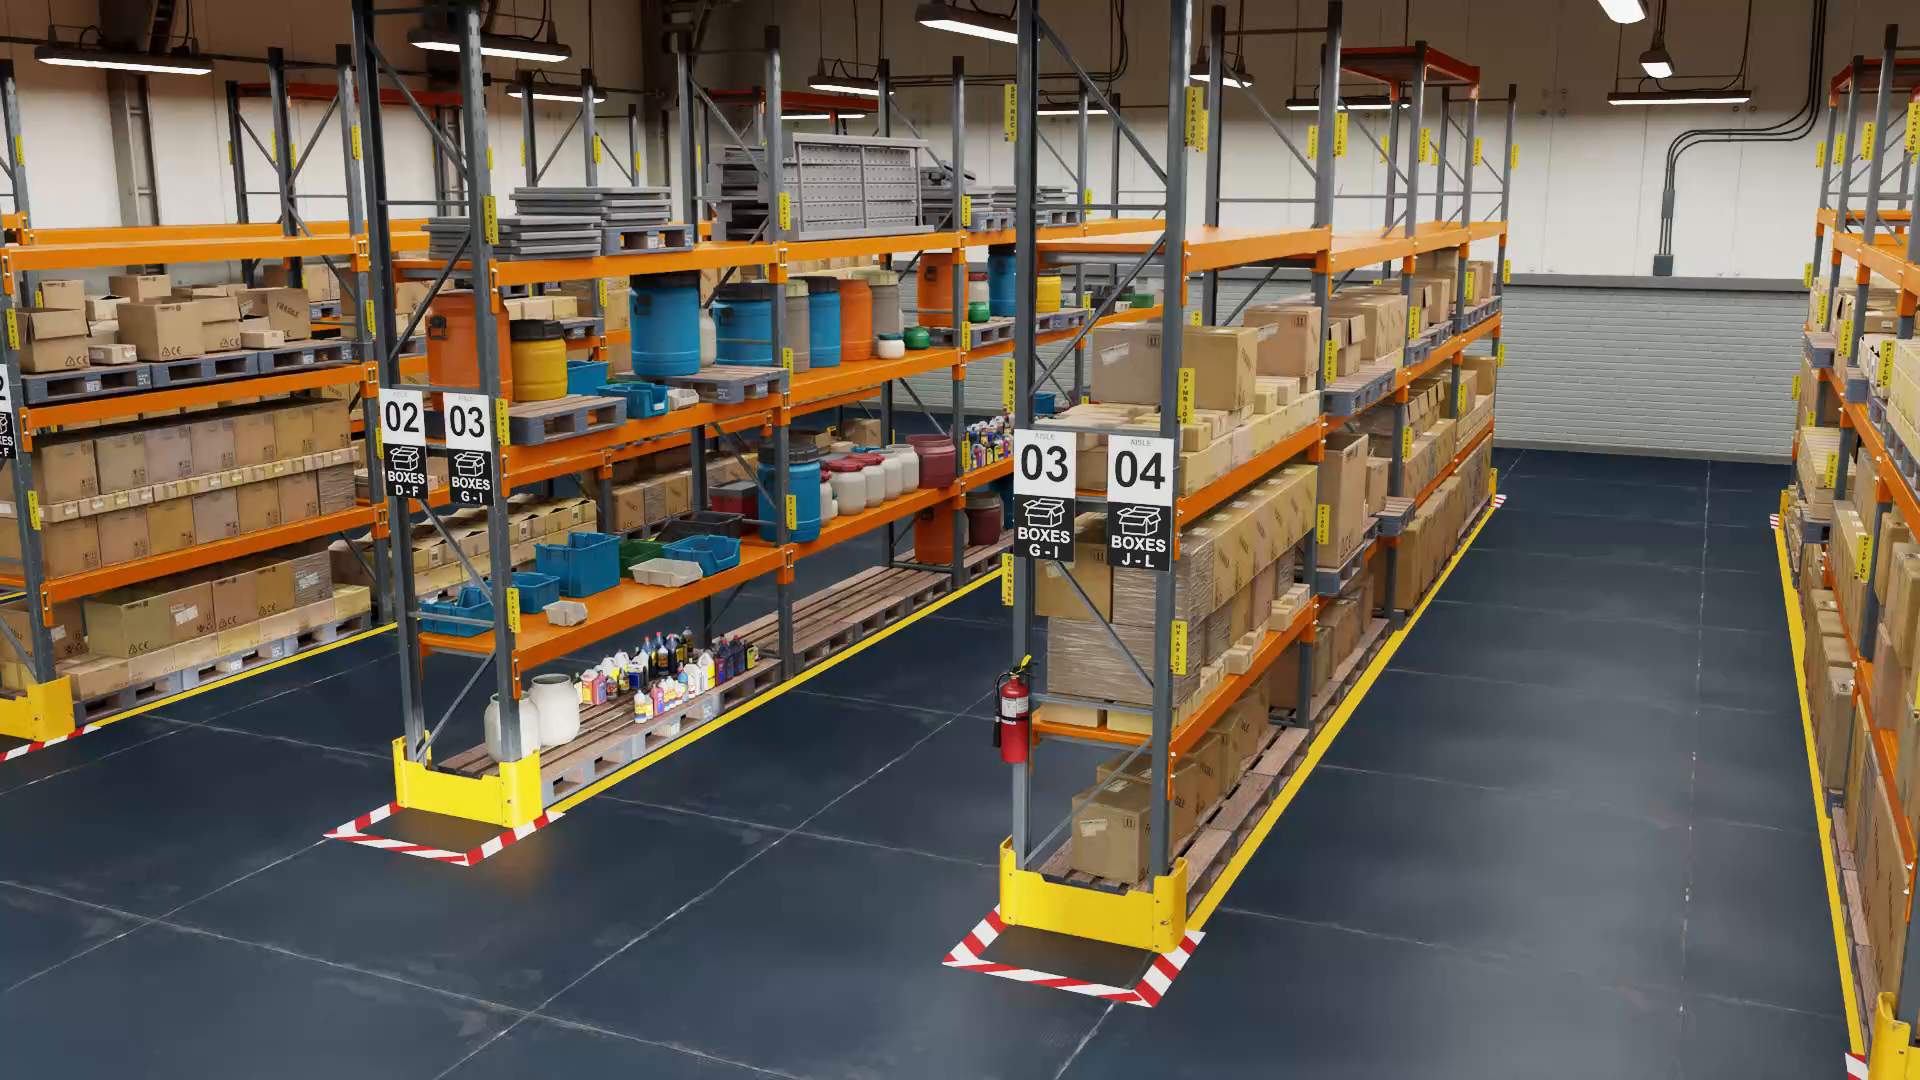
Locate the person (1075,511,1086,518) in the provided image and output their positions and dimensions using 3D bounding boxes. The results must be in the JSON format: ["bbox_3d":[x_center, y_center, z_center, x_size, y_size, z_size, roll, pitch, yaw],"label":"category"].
[{"bbox_3d":[1.170,-0.169,18.810,0.584,1.719,0.427,5,13,20],"label":"person"}]
